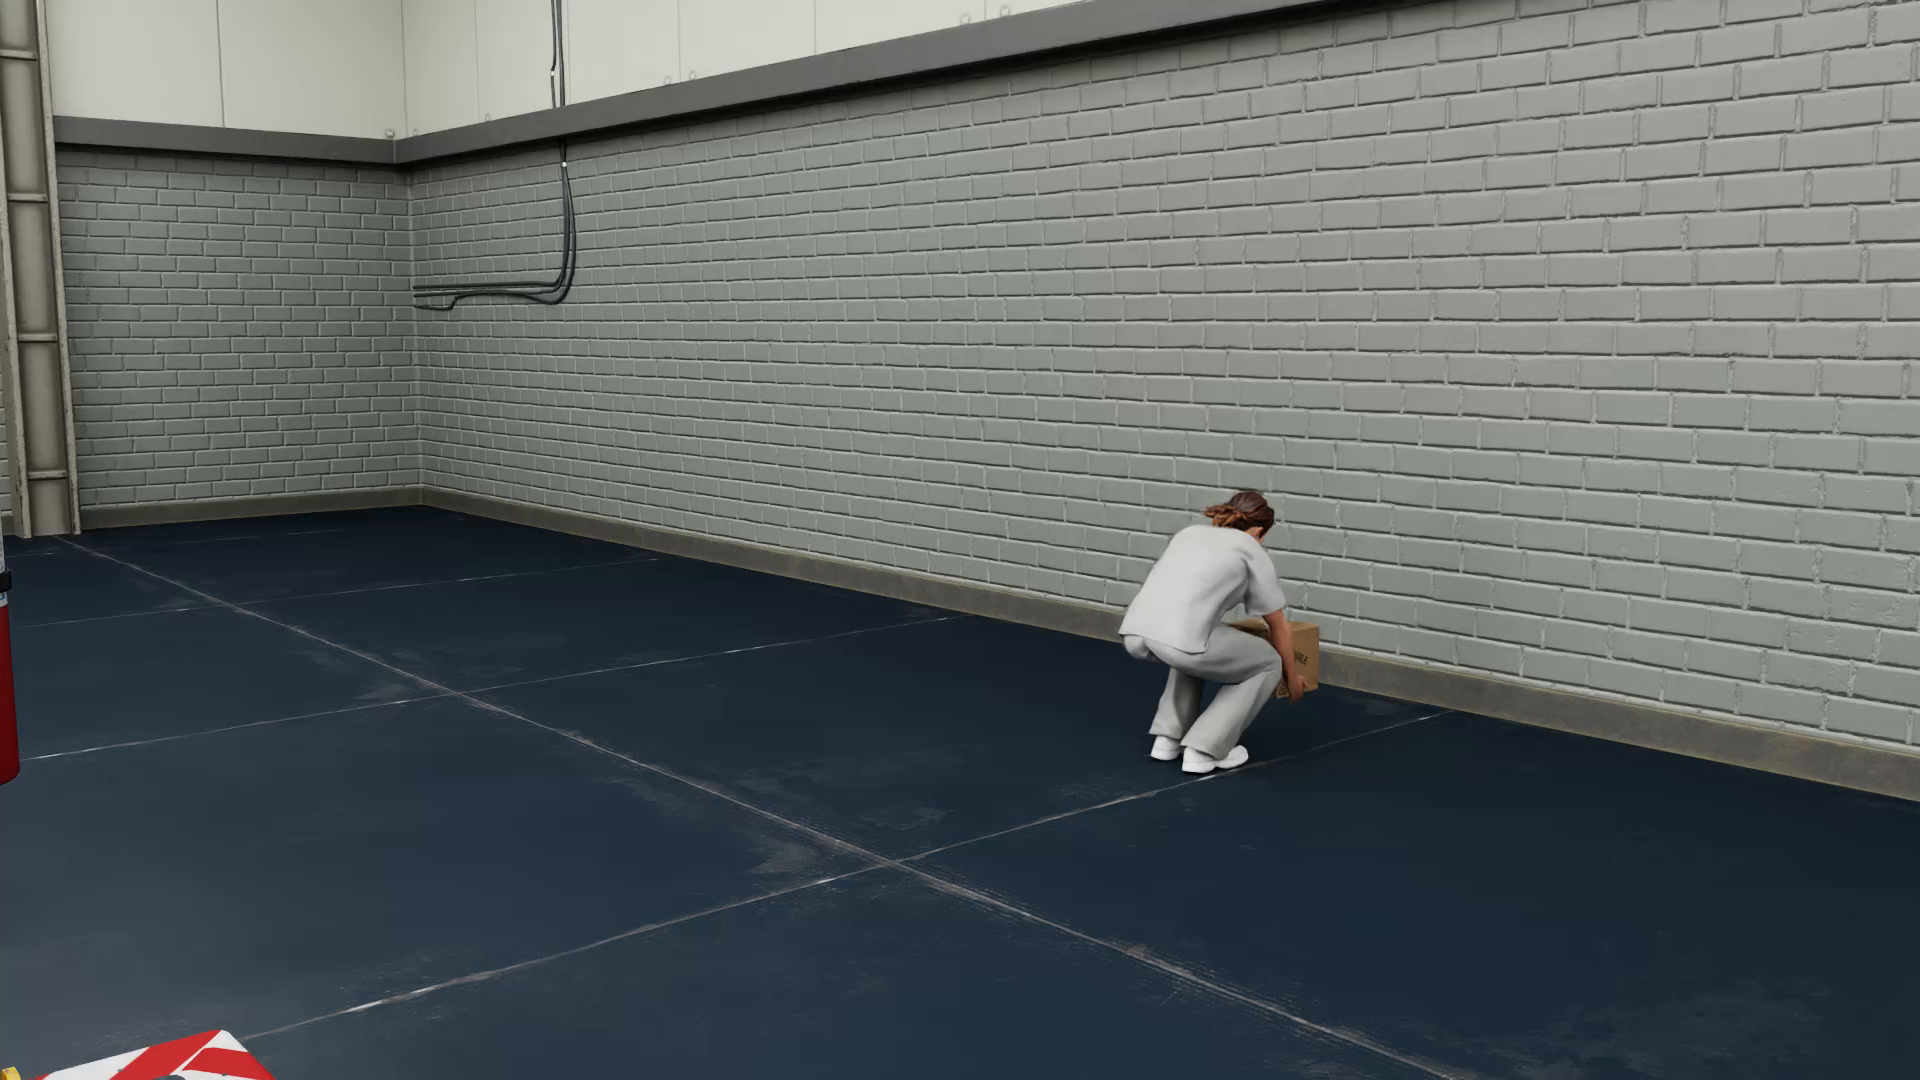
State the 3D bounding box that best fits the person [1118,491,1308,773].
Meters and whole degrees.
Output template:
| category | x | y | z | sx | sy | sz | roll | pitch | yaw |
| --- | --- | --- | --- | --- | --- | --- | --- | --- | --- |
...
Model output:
| category | x | y | z | sx | sy | sz | roll | pitch | yaw |
| --- | --- | --- | --- | --- | --- | --- | --- | --- | --- |
| person | 0.912 | 0.321 | 6.095 | 0.795 | 0.964 | 0.485 | -7 | 10 | -41 |
